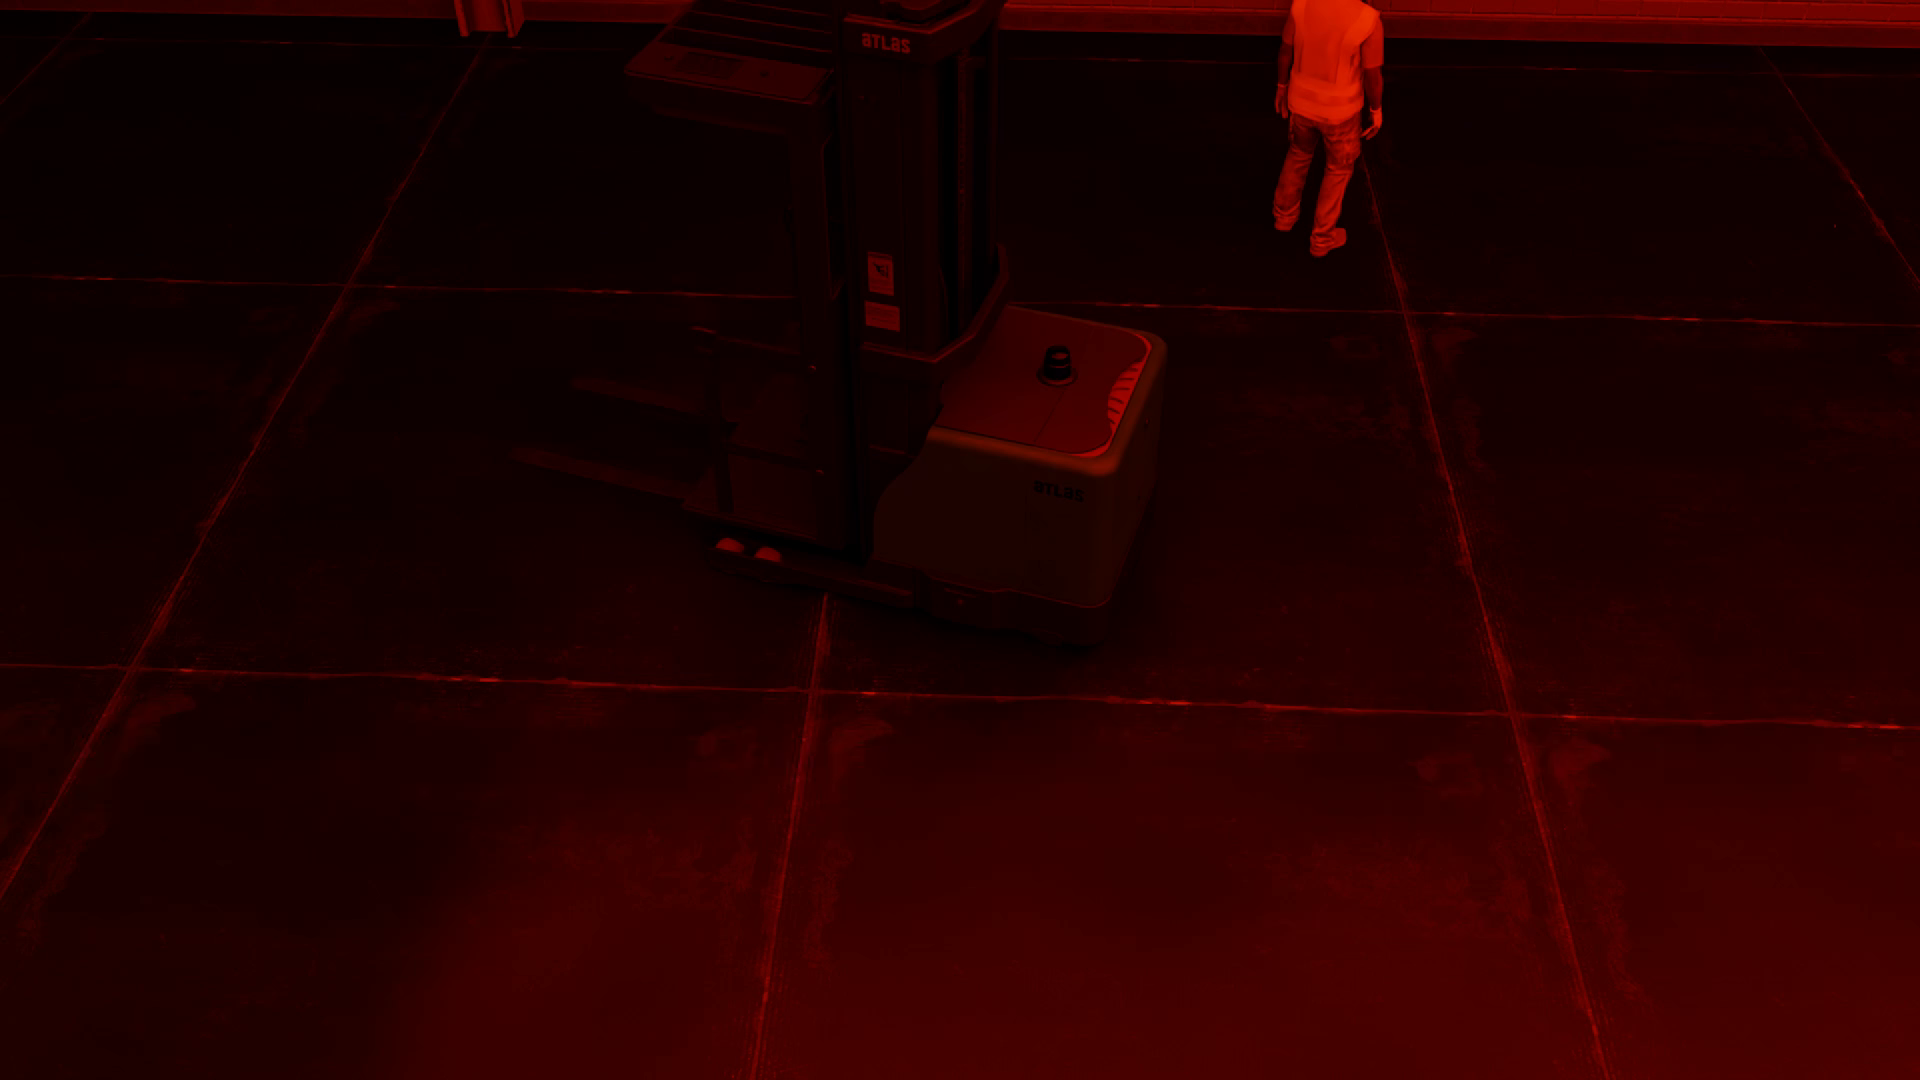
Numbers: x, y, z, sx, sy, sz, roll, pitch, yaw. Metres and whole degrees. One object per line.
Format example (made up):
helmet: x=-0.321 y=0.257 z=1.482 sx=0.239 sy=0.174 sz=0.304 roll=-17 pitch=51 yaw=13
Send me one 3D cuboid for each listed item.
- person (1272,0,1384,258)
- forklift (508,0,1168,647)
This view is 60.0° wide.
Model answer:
person: x=2.073 y=-2.458 z=9.306 sx=0.629 sy=1.785 sz=0.462 roll=29 pitch=50 yaw=28
forklift: x=-0.647 y=-1.207 z=7.065 sx=3.031 sy=2.935 sz=1.130 roll=13 pitch=44 yaw=14
